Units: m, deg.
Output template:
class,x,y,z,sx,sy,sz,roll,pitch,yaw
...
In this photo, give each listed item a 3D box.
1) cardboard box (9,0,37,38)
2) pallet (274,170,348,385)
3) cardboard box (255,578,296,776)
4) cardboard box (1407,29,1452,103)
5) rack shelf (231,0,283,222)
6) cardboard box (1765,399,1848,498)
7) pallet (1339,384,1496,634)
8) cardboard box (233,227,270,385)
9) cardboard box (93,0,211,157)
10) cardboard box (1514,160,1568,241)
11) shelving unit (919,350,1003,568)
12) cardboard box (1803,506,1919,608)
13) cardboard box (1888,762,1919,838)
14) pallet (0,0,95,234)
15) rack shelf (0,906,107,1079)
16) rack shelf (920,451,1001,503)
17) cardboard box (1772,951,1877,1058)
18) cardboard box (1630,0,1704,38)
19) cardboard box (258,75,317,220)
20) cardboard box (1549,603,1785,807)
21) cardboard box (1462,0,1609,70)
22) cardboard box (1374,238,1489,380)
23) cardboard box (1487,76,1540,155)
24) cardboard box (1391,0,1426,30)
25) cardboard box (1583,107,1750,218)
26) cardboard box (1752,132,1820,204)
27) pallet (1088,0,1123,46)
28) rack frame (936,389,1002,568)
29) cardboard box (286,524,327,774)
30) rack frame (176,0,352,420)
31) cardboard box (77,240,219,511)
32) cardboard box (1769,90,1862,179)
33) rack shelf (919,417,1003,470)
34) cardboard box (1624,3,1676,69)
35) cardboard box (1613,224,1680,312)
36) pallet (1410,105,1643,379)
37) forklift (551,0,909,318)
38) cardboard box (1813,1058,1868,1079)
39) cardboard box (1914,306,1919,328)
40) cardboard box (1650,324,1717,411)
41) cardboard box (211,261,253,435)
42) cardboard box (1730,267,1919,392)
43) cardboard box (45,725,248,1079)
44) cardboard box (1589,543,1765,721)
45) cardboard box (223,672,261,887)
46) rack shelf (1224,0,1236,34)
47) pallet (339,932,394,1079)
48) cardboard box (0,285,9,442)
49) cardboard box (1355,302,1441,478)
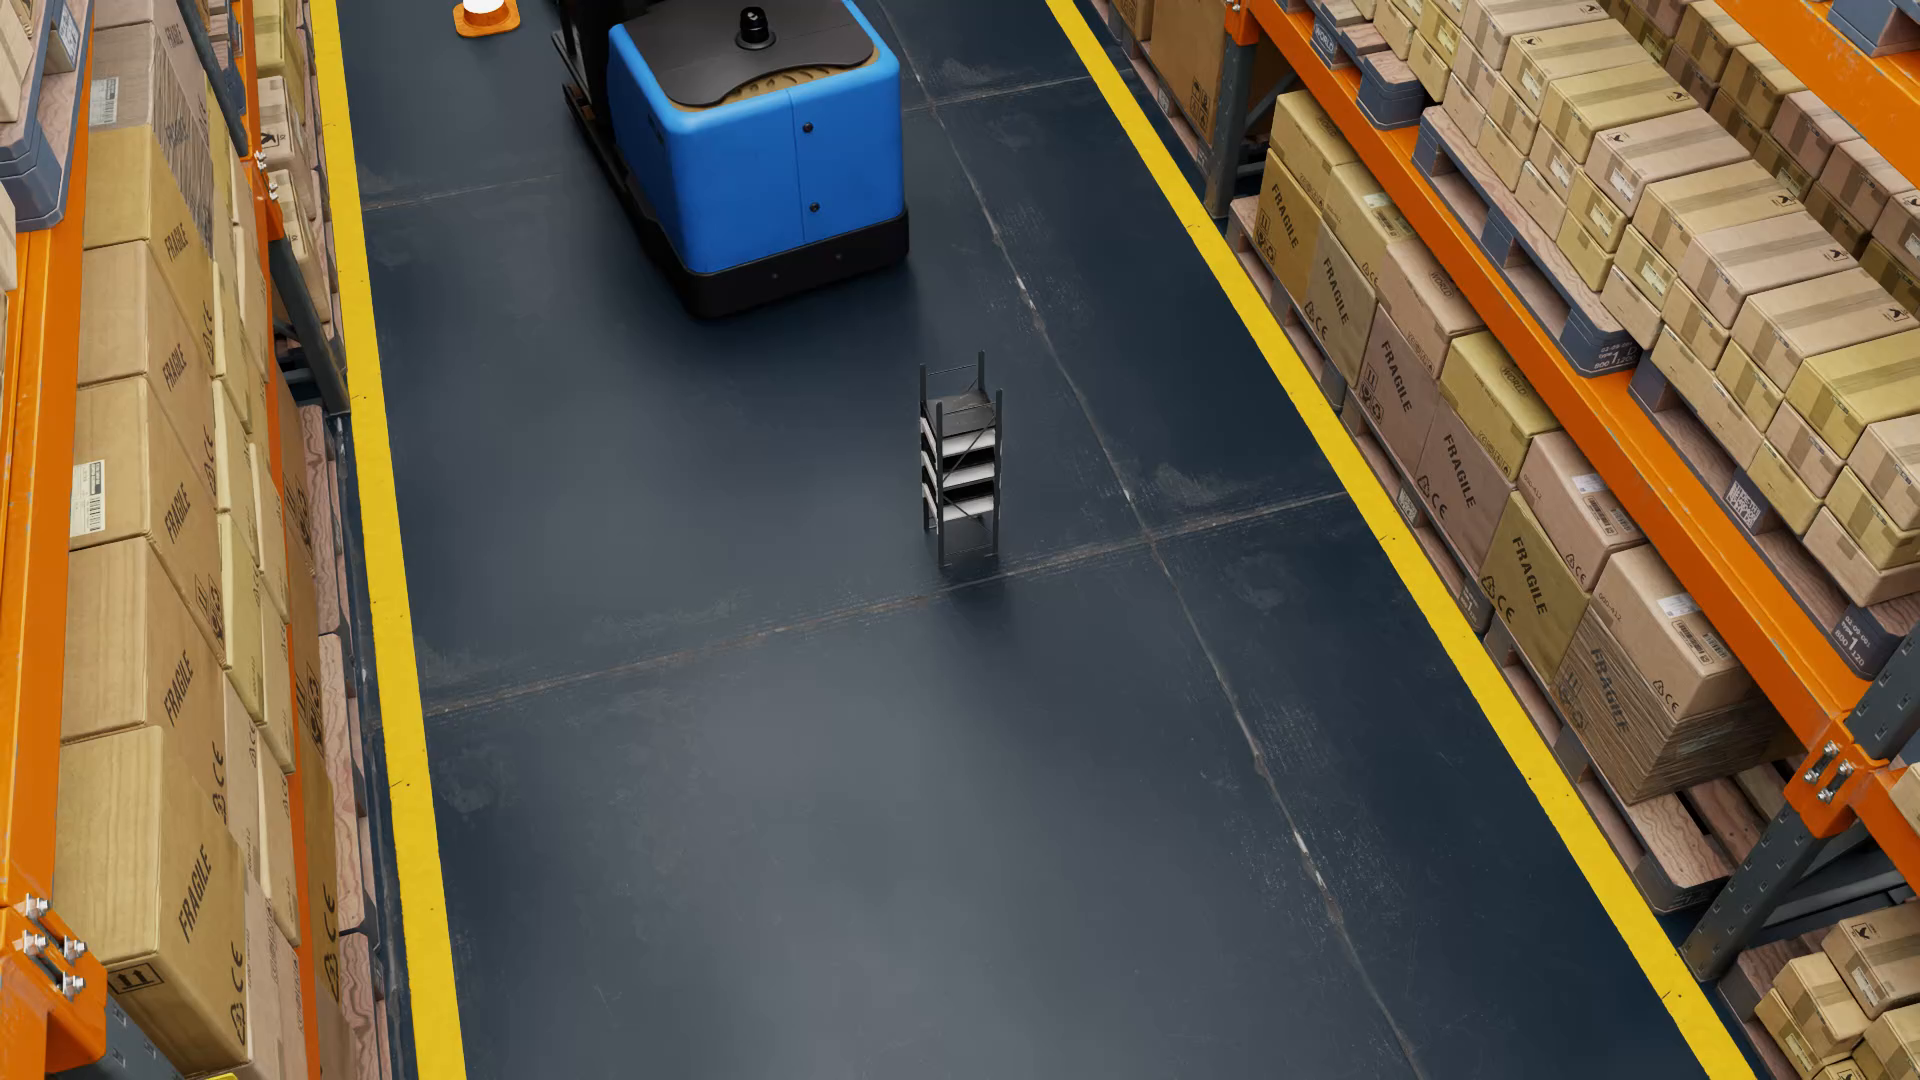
class,x,y,z,sx,sy,sz,roll,pitch,yaw
cardboard box,-2.253,-1.341,3.406,0.500,0.500,0.500,-13,51,-11
pallet,-3.281,-1.100,7.329,1.003,0.211,1.213,-13,51,-11
cardboard box,-2.037,0.405,4.334,0.500,0.250,0.500,-14,51,-11
cardboard box,1.827,-1.713,5.912,0.380,0.149,0.250,-11,51,-9
rack shelf,-3.643,-2.657,7.288,1.077,0.370,4.000,-13,51,-11
cardboard box,2.445,-0.288,4.515,0.380,0.149,0.250,-13,51,-11
pallet,2.234,-0.262,6.622,1.003,0.211,1.213,-13,51,-11
cardboard box,-2.488,-0.699,5.265,0.500,0.250,0.500,-12,51,-10
cardboard box,-2.649,-1.464,5.092,0.500,0.500,0.500,-15,51,-12
cardboard box,2.056,-1.145,5.432,0.380,0.149,0.250,-15,51,-12
shelving unit,0.002,-0.284,6.191,0.258,0.900,0.210,-13,51,-11
cardboard box,2.524,0.001,4.467,0.380,0.149,0.250,-14,51,-12
cardboard box,2.601,0.662,4.184,0.380,0.149,0.250,-12,51,-10
pallet,-2.477,-1.059,3.633,1.003,0.211,1.213,-11,51,-9
rack shelf,-1.277,2.219,1.215,1.077,0.370,4.000,-13,51,-11
rack shelf,0.002,-0.263,6.216,0.258,0.077,0.200,-13,51,-11
cardboard box,2.632,1.325,4.856,0.380,0.149,0.250,-11,51,-9
cardboard box,2.528,-1.866,5.651,0.380,0.149,0.250,-13,51,-11
cardboard box,-3.435,-1.668,7.428,0.950,0.372,0.625,-14,51,-12
cardboard box,2.371,0.487,5.527,0.500,0.500,0.500,-14,51,-12
cardboard box,1.909,-1.719,5.528,0.380,0.149,0.250,-11,51,-9
cardboard box,1.904,-0.899,6.206,0.500,0.250,0.500,-13,51,-11
cardboard box,1.981,-1.432,5.480,0.380,0.149,0.250,-14,51,-11
cardboard box,1.763,-1.981,5.943,0.380,0.149,0.250,-15,51,-12
cardboard box,2.140,-1.147,5.045,0.380,0.149,0.250,-15,52,-13
cardboard box,2.760,-1.199,5.283,0.380,0.149,0.250,-14,51,-12
pallet,1.129,-3.204,9.103,1.003,0.211,1.213,-13,51,-11
rack frame,0.032,-0.210,6.128,0.240,0.900,0.006,-13,51,-11
cardboard box,-2.667,0.297,5.442,0.875,0.875,0.875,-13,51,-11
rack frame,-3.052,-1.428,5.781,1.000,3.000,0.127,-13,51,-11
cardboard box,-2.206,-0.356,4.158,0.500,0.500,0.500,-14,51,-12
cardboard box,2.770,-1.281,5.158,0.380,0.149,0.250,-12,51,-10
rack shelf,0.002,-0.379,6.078,0.258,0.077,0.200,-13,51,-11
cardboard box,2.534,-1.762,5.758,0.380,0.149,0.250,-14,51,-11
cardboard box,2.213,-0.859,4.997,0.380,0.149,0.250,-16,52,-13
pallet,2.272,-1.122,5.650,1.003,0.211,1.213,-13,51,-11
forklift,-1.321,-3.059,7.202,1.130,2.935,3.031,-20,53,-16
cardboard box,2.710,1.617,4.804,0.380,0.149,0.250,-12,51,-10
cardboard box,2.998,-0.619,4.794,0.380,0.149,0.250,-12,51,-10
cardboard box,2.301,-0.554,4.935,0.380,0.149,0.250,-16,52,-13
cardboard box,-2.340,-0.501,4.772,0.500,0.250,0.500,-15,51,-12
cardboard box,2.370,-0.580,4.567,0.380,0.149,0.250,-15,51,-12
cardboard box,-1.724,0.753,3.224,0.500,0.500,0.500,-13,51,-11
cardboard box,2.368,0.242,5.243,0.500,0.250,0.500,-15,51,-12
cardboard box,-1.910,0.621,3.825,0.500,0.250,0.500,-13,51,-10
rack shelf,1.056,-3.850,8.294,1.077,0.370,4.000,-13,51,-11
pallet,-2.169,1.846,4.845,1.003,0.211,1.213,-13,51,-11
cardboard box,-1.852,-0.350,2.571,0.500,0.500,0.500,-14,51,-12
cardboard box,1.921,-0.636,6.474,0.500,0.500,0.500,-14,51,-12
